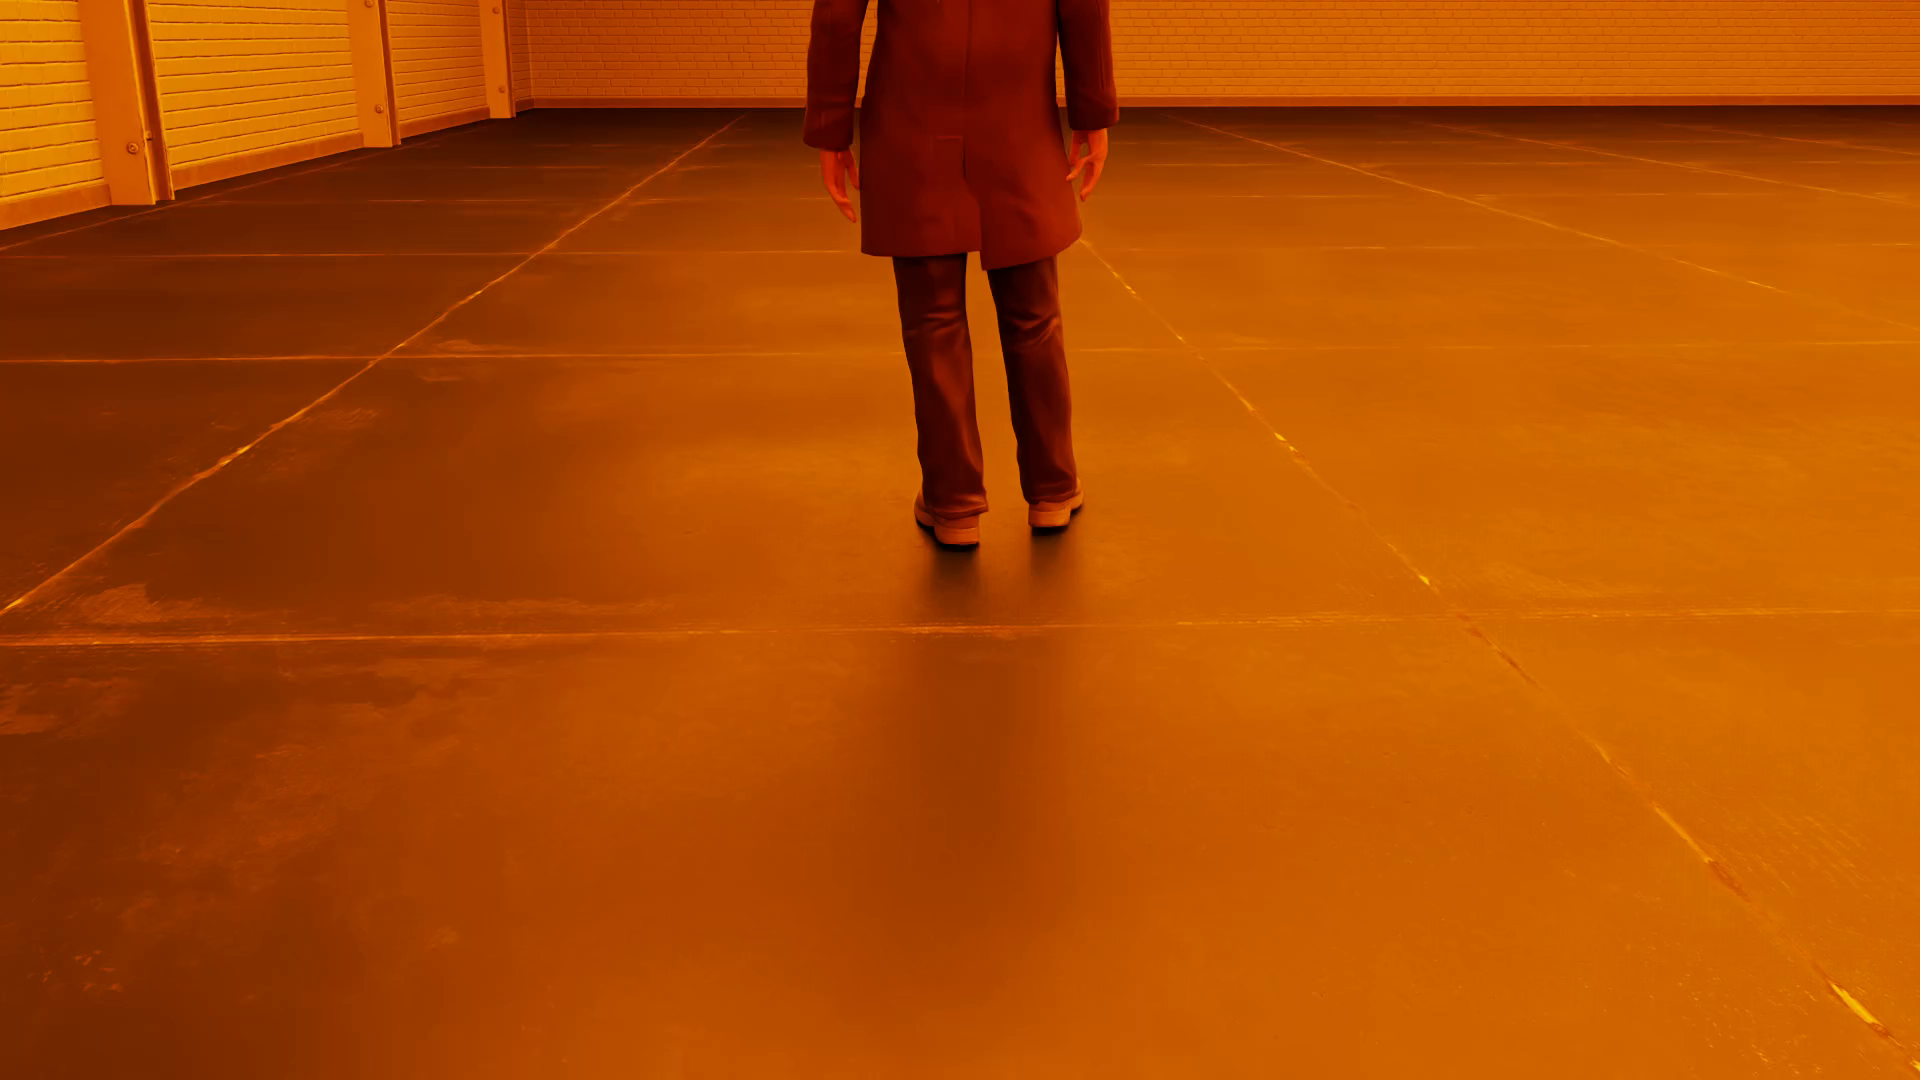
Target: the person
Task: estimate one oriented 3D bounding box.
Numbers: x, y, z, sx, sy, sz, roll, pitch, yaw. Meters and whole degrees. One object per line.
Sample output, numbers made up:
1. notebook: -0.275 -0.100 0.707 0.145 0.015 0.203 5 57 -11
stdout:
1. person: -0.001 -0.884 3.744 0.698 1.778 0.579 -1 17 -3
